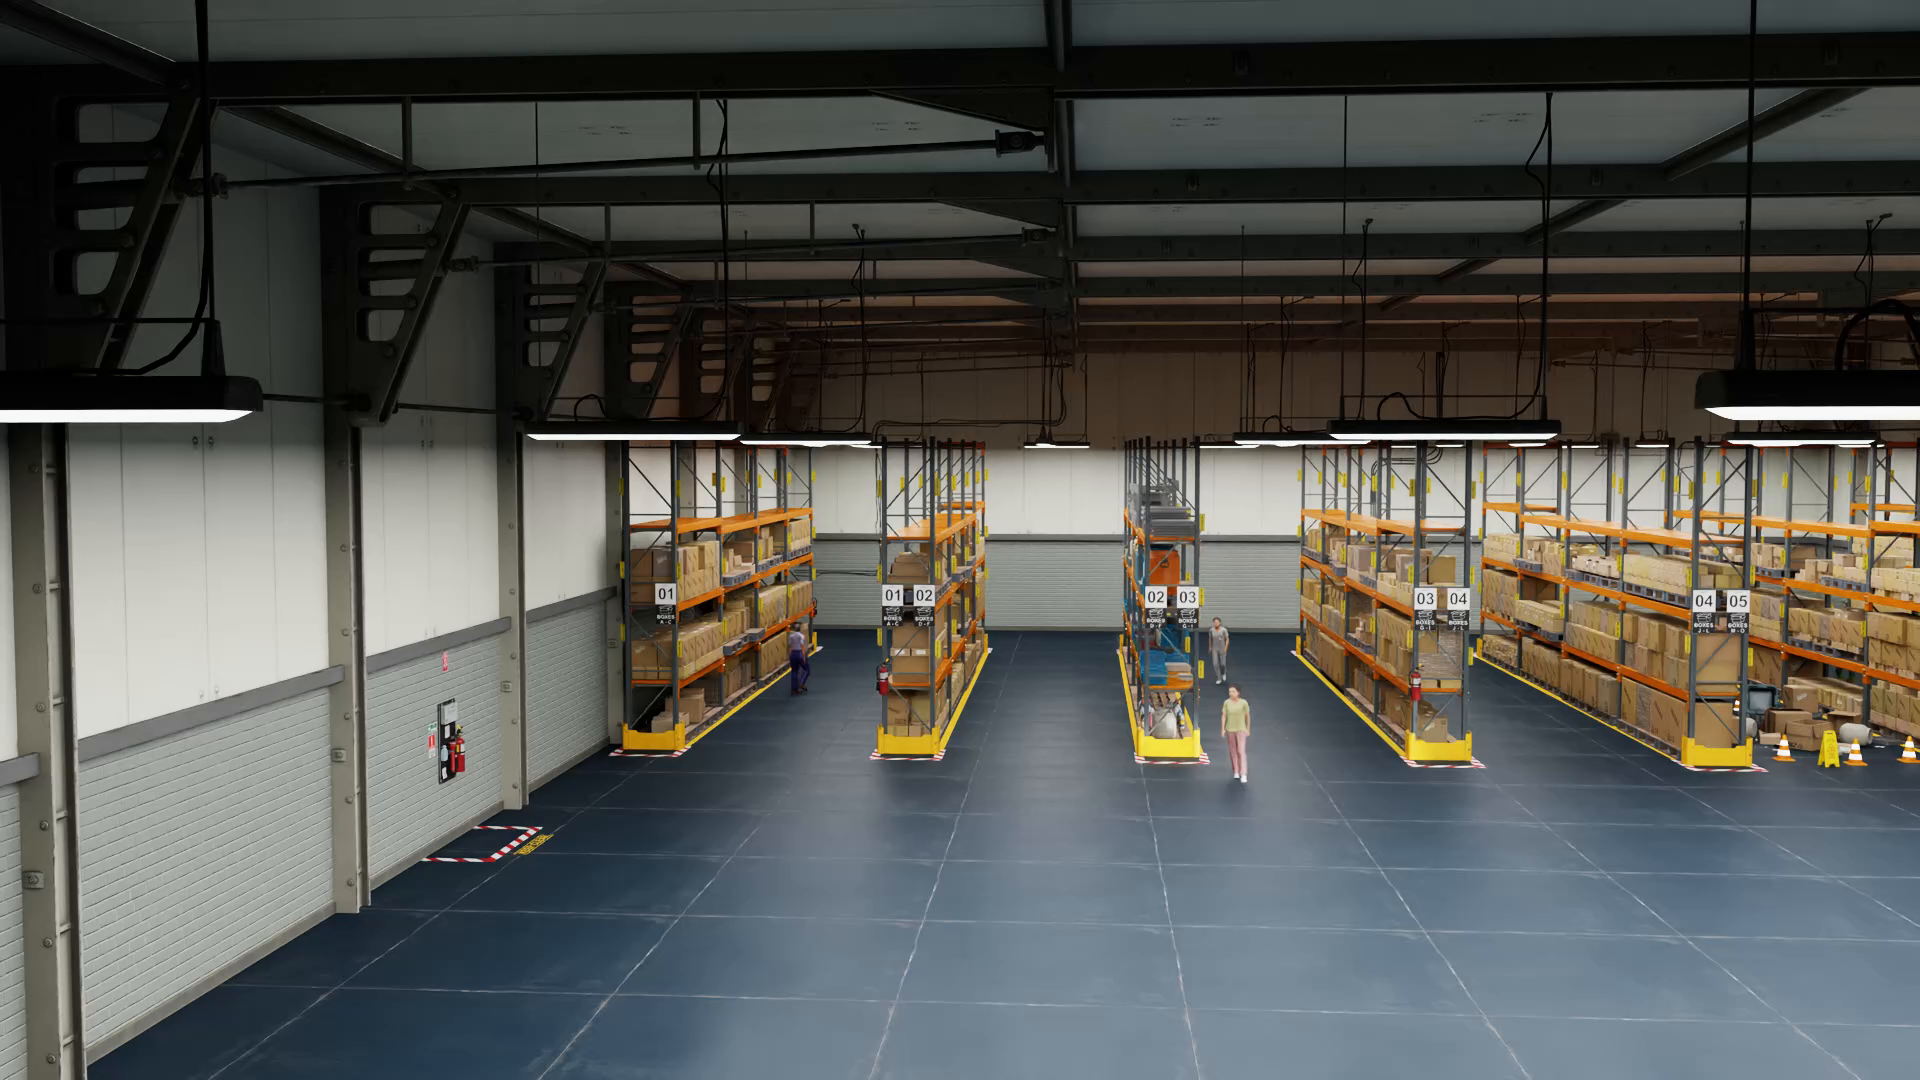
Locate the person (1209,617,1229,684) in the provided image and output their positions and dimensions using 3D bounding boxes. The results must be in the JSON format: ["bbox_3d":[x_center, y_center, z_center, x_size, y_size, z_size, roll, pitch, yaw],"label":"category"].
[{"bbox_3d":[6.405,2.709,41.076,0.501,1.652,0.608,1,3,18],"label":"person"}]

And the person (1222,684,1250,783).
[{"bbox_3d":[4.776,3.344,28.862,0.520,1.667,0.769,1,3,21],"label":"person"}]

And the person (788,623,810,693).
[{"bbox_3d":[-3.832,2.797,39.381,0.537,1.623,0.461,1,3,21],"label":"person"}]

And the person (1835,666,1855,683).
[{"bbox_3d":[21.903,2.646,41.036,0.509,1.806,0.543,0,3,-8],"label":"person"}]
